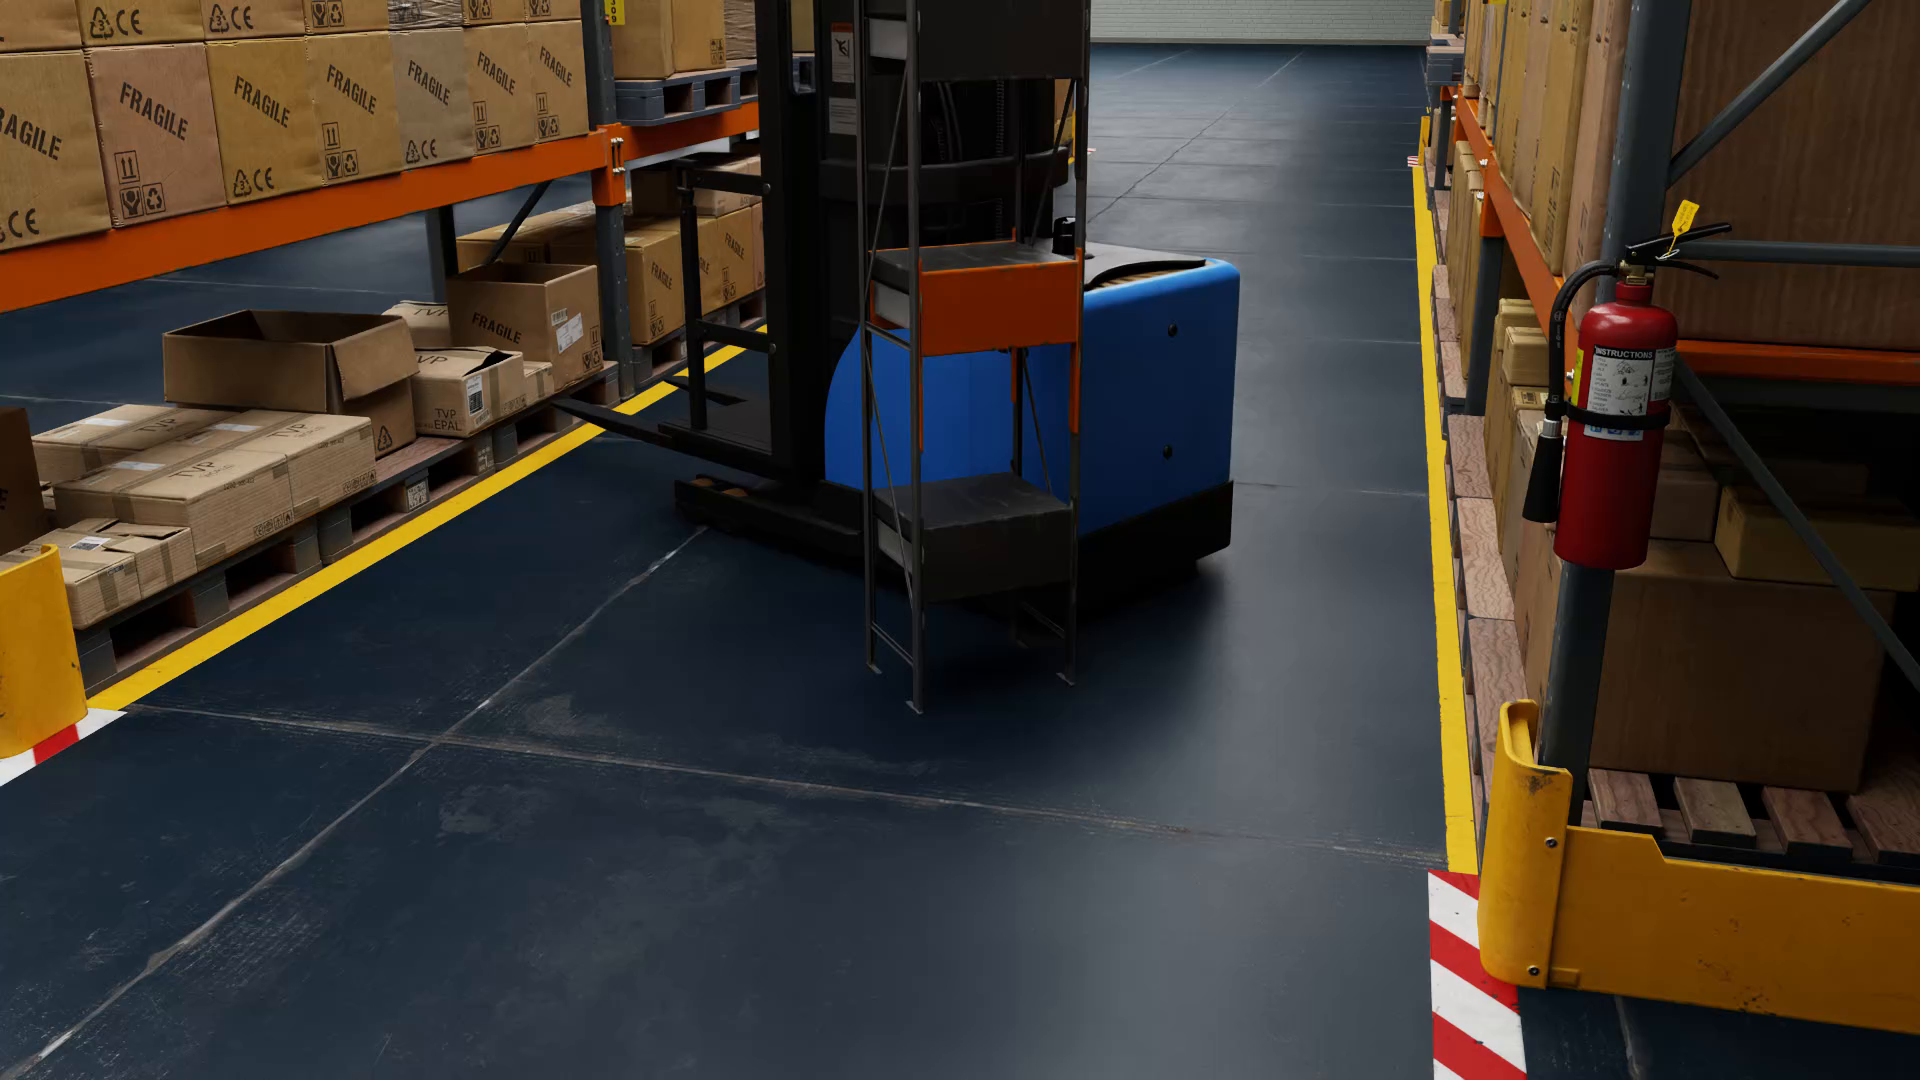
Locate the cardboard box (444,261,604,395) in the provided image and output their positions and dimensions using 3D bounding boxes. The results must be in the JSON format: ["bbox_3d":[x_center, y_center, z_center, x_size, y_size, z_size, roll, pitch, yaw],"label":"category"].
[{"bbox_3d":[-1.981,-0.979,7.601,0.500,0.500,0.500,5,19,13],"label":"cardboard box"}]

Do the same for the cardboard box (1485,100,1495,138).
[{"bbox_3d":[2.535,-1.865,7.364,0.380,0.149,0.250,5,19,14],"label":"cardboard box"}]

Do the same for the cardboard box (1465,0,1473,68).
[{"bbox_3d":[3.298,-3.084,9.931,0.500,0.500,0.500,5,20,15],"label":"cardboard box"}]

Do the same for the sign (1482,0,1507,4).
[{"bbox_3d":[2.159,-2.315,6.656,0.100,0.325,0.005,5,19,13],"label":"sign"}]

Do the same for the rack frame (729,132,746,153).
[{"bbox_3d":[-1.139,-3.409,11.527,1.000,3.000,0.127,5,19,13],"label":"rack frame"}]

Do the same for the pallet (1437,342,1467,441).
[{"bbox_3d":[2.803,-0.693,7.890,1.003,0.211,1.213,5,19,13],"label":"pallet"}]

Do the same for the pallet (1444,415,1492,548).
[{"bbox_3d":[2.426,-0.213,6.485,1.003,0.211,1.213,5,19,13],"label":"pallet"}]

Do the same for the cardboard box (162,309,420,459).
[{"bbox_3d":[-2.571,-0.593,6.463,0.797,0.503,0.637,5,19,13],"label":"cardboard box"}]

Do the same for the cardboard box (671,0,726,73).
[{"bbox_3d":[-1.677,-2.752,8.801,0.700,0.500,0.500,8,20,22],"label":"cardboard box"}]

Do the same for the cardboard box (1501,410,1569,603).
[{"bbox_3d":[2.029,-0.069,4.966,0.700,0.500,0.500,4,19,12],"label":"cardboard box"}]

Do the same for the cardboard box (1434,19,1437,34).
[{"bbox_3d":[4.949,-5.014,16.427,0.500,0.250,0.500,4,19,13],"label":"cardboard box"}]

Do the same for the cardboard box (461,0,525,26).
[{"bbox_3d":[-2.112,-2.336,6.684,0.500,0.500,0.500,4,19,12],"label":"cardboard box"}]

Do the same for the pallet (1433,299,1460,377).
[{"bbox_3d":[3.099,-1.077,9.013,1.003,0.211,1.213,5,19,13],"label":"pallet"}]

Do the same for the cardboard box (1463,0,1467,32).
[{"bbox_3d":[4.485,-4.371,13.509,0.700,0.500,0.500,5,19,14],"label":"cardboard box"}]

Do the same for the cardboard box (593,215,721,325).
[{"bbox_3d":[-1.643,-1.481,9.069,0.500,0.500,0.500,5,19,14],"label":"cardboard box"}]

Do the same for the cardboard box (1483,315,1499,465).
[{"bbox_3d":[2.406,-0.554,6.388,0.700,0.500,0.500,5,19,14],"label":"cardboard box"}]

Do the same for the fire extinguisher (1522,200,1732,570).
[{"bbox_3d":[1.226,-0.287,3.085,0.296,0.674,0.183,5,19,13],"label":"fire extinguisher"}]

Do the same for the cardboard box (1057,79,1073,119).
[{"bbox_3d":[0.973,-4.977,18.562,0.500,0.500,0.500,5,19,13],"label":"cardboard box"}]

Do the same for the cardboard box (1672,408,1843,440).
[{"bbox_3d":[2.133,-0.244,4.474,0.380,0.149,0.250,5,19,14],"label":"cardboard box"}]

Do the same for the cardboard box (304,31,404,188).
[{"bbox_3d":[-2.360,-1.543,5.908,0.500,0.500,0.500,5,19,14],"label":"cardboard box"}]

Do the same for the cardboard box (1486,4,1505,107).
[{"bbox_3d":[2.556,-2.127,7.129,0.500,0.500,0.500,4,19,13],"label":"cardboard box"}]

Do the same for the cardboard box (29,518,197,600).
[{"bbox_3d":[-2.597,0.049,5.107,0.380,0.166,0.250,5,19,13],"label":"cardboard box"}]

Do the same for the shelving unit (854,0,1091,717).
[{"bbox_3d":[0.027,-0.584,4.650,0.503,2.100,0.431,-8,21,-23],"label":"shelving unit"}]

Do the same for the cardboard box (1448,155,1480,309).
[{"bbox_3d":[3.138,-1.706,9.217,0.750,0.750,0.750,5,19,13],"label":"cardboard box"}]

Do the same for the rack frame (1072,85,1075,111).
[{"bbox_3d":[0.815,-5.916,18.868,1.000,3.000,0.127,5,19,13],"label":"rack frame"}]

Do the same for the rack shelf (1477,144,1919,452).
[{"bbox_3d":[2.199,-0.798,4.995,1.077,0.370,4.000,5,19,13],"label":"rack shelf"}]

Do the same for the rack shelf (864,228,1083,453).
[{"bbox_3d":[0.027,-0.572,4.655,0.480,0.518,0.431,-8,21,-23],"label":"rack shelf"}]

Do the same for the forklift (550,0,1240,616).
[{"bbox_3d":[-0.456,-1.524,6.116,3.031,2.935,1.130,17,25,40],"label":"forklift"}]

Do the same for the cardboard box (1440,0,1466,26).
[{"bbox_3d":[4.458,-4.738,14.460,0.500,0.500,0.500,5,19,13],"label":"cardboard box"}]

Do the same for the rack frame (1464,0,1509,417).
[{"bbox_3d":[2.688,-1.765,6.714,1.000,3.000,0.127,5,19,13],"label":"rack frame"}]

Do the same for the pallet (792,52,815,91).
[{"bbox_3d":[-1.237,-3.100,10.919,1.213,0.211,1.003,5,19,13],"label":"pallet"}]

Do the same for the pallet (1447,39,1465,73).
[{"bbox_3d":[4.109,-3.552,12.242,1.003,0.211,1.213,5,19,13],"label":"pallet"}]

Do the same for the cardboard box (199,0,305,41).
[{"bbox_3d":[-2.482,-1.861,5.293,0.500,0.500,0.500,5,19,14],"label":"cardboard box"}]

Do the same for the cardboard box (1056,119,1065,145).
[{"bbox_3d":[0.860,-4.465,18.222,0.500,0.250,0.500,5,19,13],"label":"cardboard box"}]

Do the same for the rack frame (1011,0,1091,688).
[{"bbox_3d":[0.250,-0.617,4.746,0.015,2.100,0.400,-8,21,-23],"label":"rack frame"}]

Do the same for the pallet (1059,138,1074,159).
[{"bbox_3d":[0.669,-4.354,18.607,1.003,0.211,1.213,5,19,13],"label":"pallet"}]

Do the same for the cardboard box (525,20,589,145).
[{"bbox_3d":[-1.990,-2.025,7.322,0.500,0.500,0.500,5,19,14],"label":"cardboard box"}]

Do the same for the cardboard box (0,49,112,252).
[{"bbox_3d":[-2.730,-1.067,4.516,0.500,0.500,0.500,5,20,15],"label":"cardboard box"}]

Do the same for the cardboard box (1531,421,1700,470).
[{"bbox_3d":[1.701,-0.196,4.335,0.380,0.149,0.250,5,20,15],"label":"cardboard box"}]

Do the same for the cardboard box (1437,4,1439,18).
[{"bbox_3d":[4.834,-5.215,15.857,0.500,0.500,0.500,5,20,15],"label":"cardboard box"}]

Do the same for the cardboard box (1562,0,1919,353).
[{"bbox_3d":[1.825,-0.814,3.465,0.980,0.700,0.700,6,20,16],"label":"cardboard box"}]

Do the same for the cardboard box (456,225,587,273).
[{"bbox_3d":[-2.274,-1.358,8.708,0.500,0.500,0.500,5,19,13],"label":"cardboard box"}]

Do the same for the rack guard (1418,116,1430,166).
[{"bbox_3d":[5.601,-4.319,18.060,1.175,0.500,0.348,5,19,13],"label":"rack guard"}]

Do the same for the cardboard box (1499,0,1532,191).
[{"bbox_3d":[2.356,-1.510,5.503,0.980,0.700,0.700,4,19,12],"label":"cardboard box"}]

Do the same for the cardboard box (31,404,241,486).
[{"bbox_3d":[-2.939,-0.294,5.980,0.500,0.250,0.500,5,19,13],"label":"cardboard box"}]

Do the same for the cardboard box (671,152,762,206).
[{"bbox_3d":[-1.396,-2.138,9.833,0.500,0.250,0.500,4,19,12],"label":"cardboard box"}]

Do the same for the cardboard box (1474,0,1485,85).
[{"bbox_3d":[2.919,-2.601,8.517,0.500,0.500,0.500,5,20,15],"label":"cardboard box"}]

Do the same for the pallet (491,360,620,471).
[{"bbox_3d":[-2.285,-0.620,7.677,1.003,0.211,1.213,5,19,13],"label":"pallet"}]

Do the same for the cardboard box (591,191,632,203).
[{"bbox_3d":[-1.900,-1.829,10.087,0.500,0.500,0.500,4,19,12],"label":"cardboard box"}]

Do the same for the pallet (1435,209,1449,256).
[{"bbox_3d":[4.158,-2.325,12.668,1.003,0.211,1.213,5,19,13],"label":"pallet"}]
